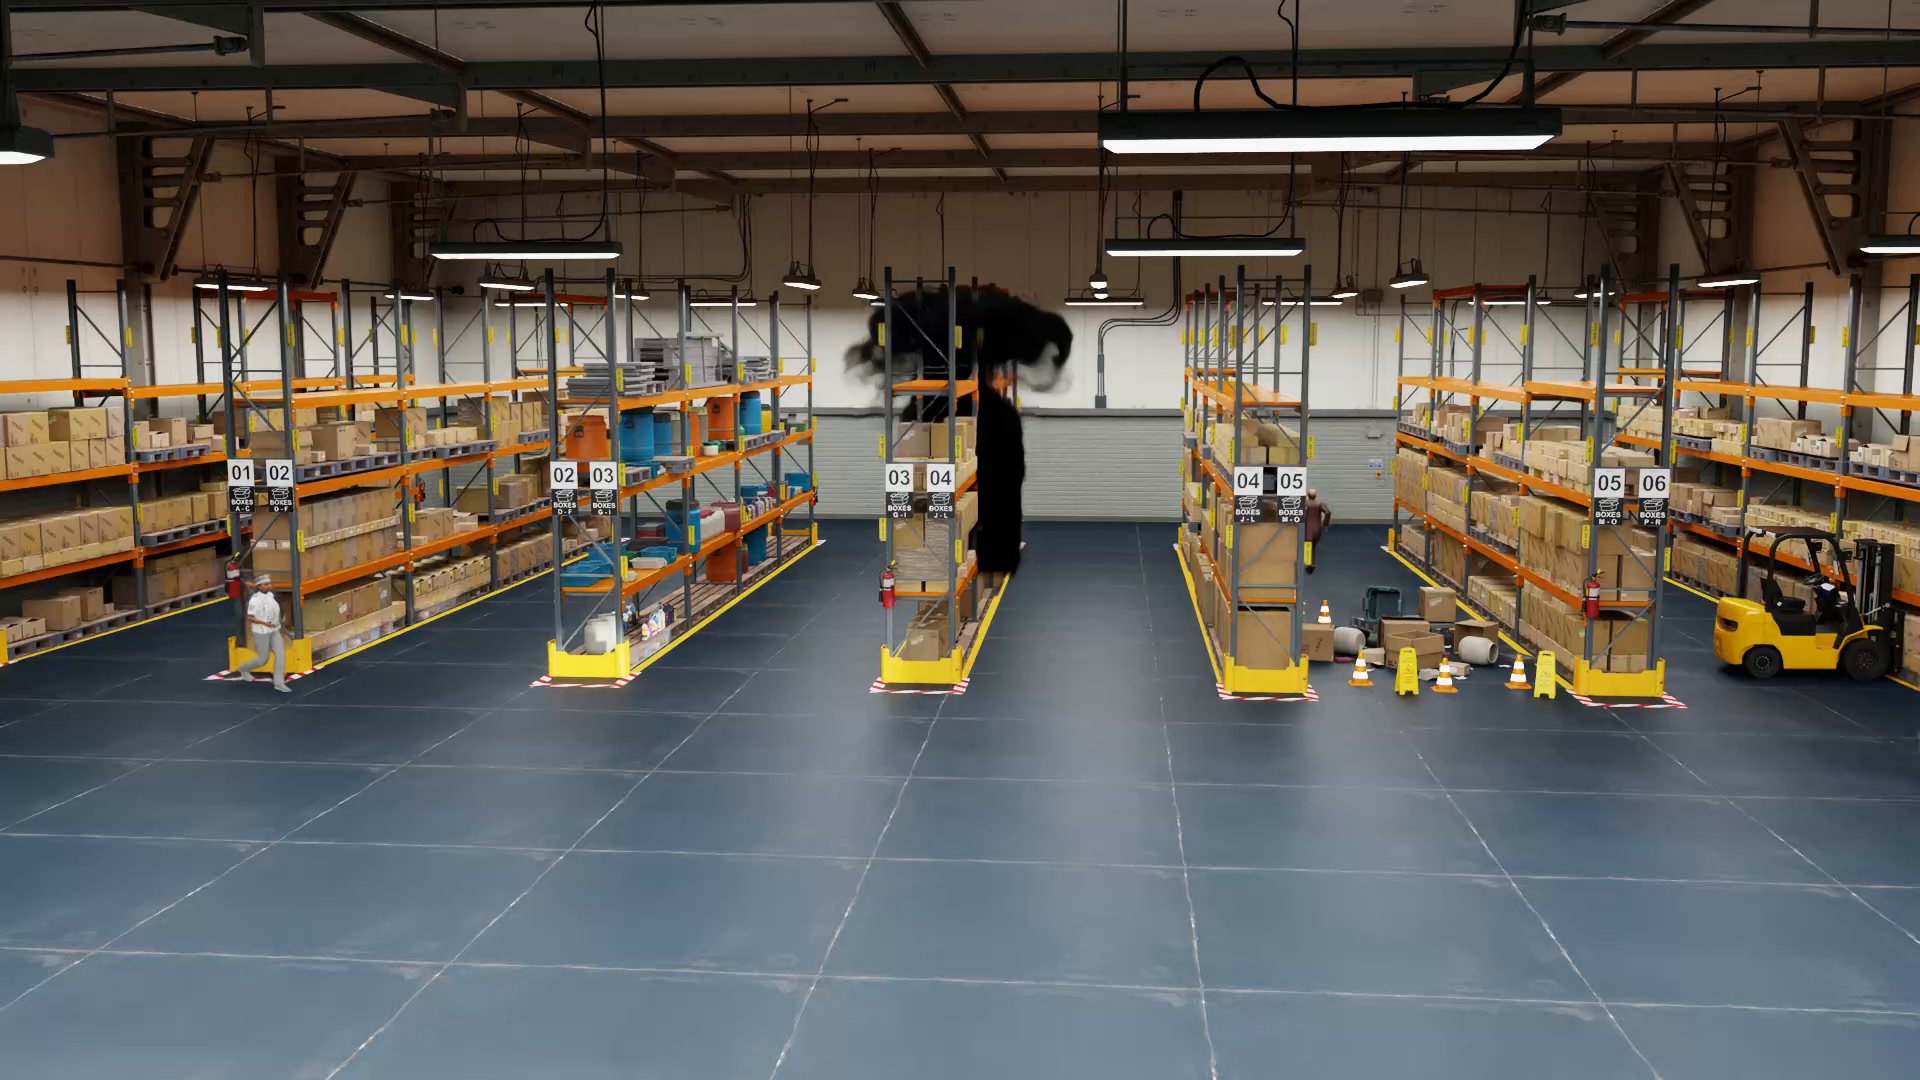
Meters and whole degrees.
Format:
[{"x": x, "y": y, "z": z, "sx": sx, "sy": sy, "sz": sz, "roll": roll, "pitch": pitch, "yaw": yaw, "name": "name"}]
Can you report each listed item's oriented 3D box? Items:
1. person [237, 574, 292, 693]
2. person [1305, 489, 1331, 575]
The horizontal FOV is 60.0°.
[{"x": -9.888, "y": 1.317, "z": 23.633, "sx": 0.851, "sy": 1.699, "sz": 0.579, "roll": 3, "pitch": 7, "yaw": 20, "name": "person"}, {"x": 7.247, "y": -0.166, "z": 34.303, "sx": 0.691, "sy": 1.787, "sz": 1.046, "roll": 0, "pitch": 7, "yaw": -1, "name": "person"}]
